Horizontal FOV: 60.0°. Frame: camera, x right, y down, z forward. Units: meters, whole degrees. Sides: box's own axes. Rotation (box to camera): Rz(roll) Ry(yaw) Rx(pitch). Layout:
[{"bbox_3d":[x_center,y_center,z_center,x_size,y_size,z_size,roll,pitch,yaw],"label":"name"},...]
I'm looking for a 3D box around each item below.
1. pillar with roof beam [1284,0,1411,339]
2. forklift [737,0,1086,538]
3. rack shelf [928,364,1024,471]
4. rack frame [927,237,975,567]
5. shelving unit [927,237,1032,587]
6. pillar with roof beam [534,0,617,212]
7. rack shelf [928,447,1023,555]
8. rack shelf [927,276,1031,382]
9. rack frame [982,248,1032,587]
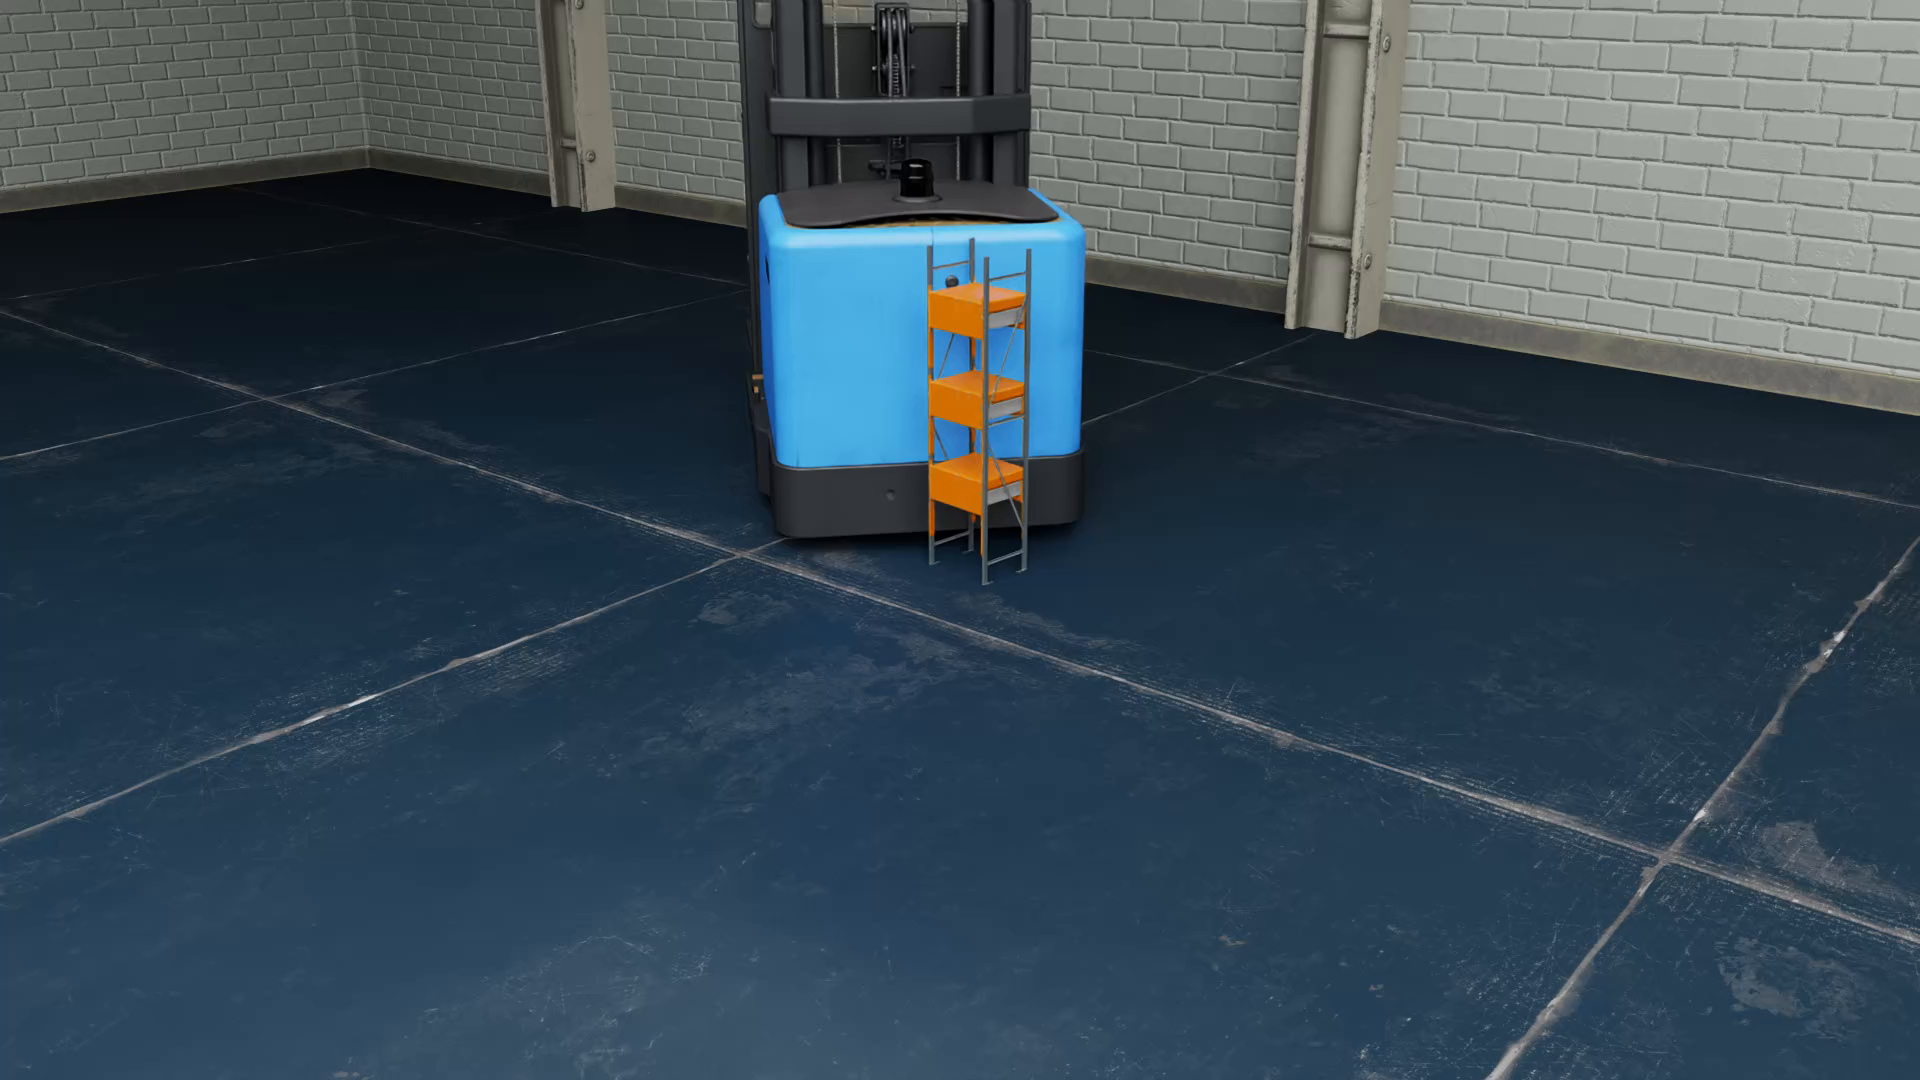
[{"bbox_3d":[-0.805,-4.127,3.858,0.400,9.000,9.100,16,26,36],"label":"pillar with roof beam"},{"bbox_3d":[-0.317,-1.861,6.450,1.130,2.935,3.031,-3,21,-8],"label":"forklift"},{"bbox_3d":[0.058,-0.389,5.242,0.215,0.259,0.240,-19,28,-41],"label":"rack shelf"},{"bbox_3d":[-0.027,-0.430,5.320,0.200,1.050,0.008,-19,28,-41],"label":"rack frame"},{"bbox_3d":[0.058,-0.399,5.238,0.215,1.050,0.252,-19,28,-41],"label":"shelving unit"},{"bbox_3d":[-5.453,-5.465,7.408,0.400,9.000,9.100,16,26,36],"label":"pillar with roof beam"},{"bbox_3d":[0.058,-0.129,5.340,0.215,0.259,0.240,-19,28,-41],"label":"rack shelf"},{"bbox_3d":[0.058,-0.655,5.142,0.215,0.259,0.240,-19,28,-41],"label":"rack shelf"},{"bbox_3d":[0.144,-0.368,5.156,0.200,1.050,0.008,-19,28,-41],"label":"rack frame"}]
